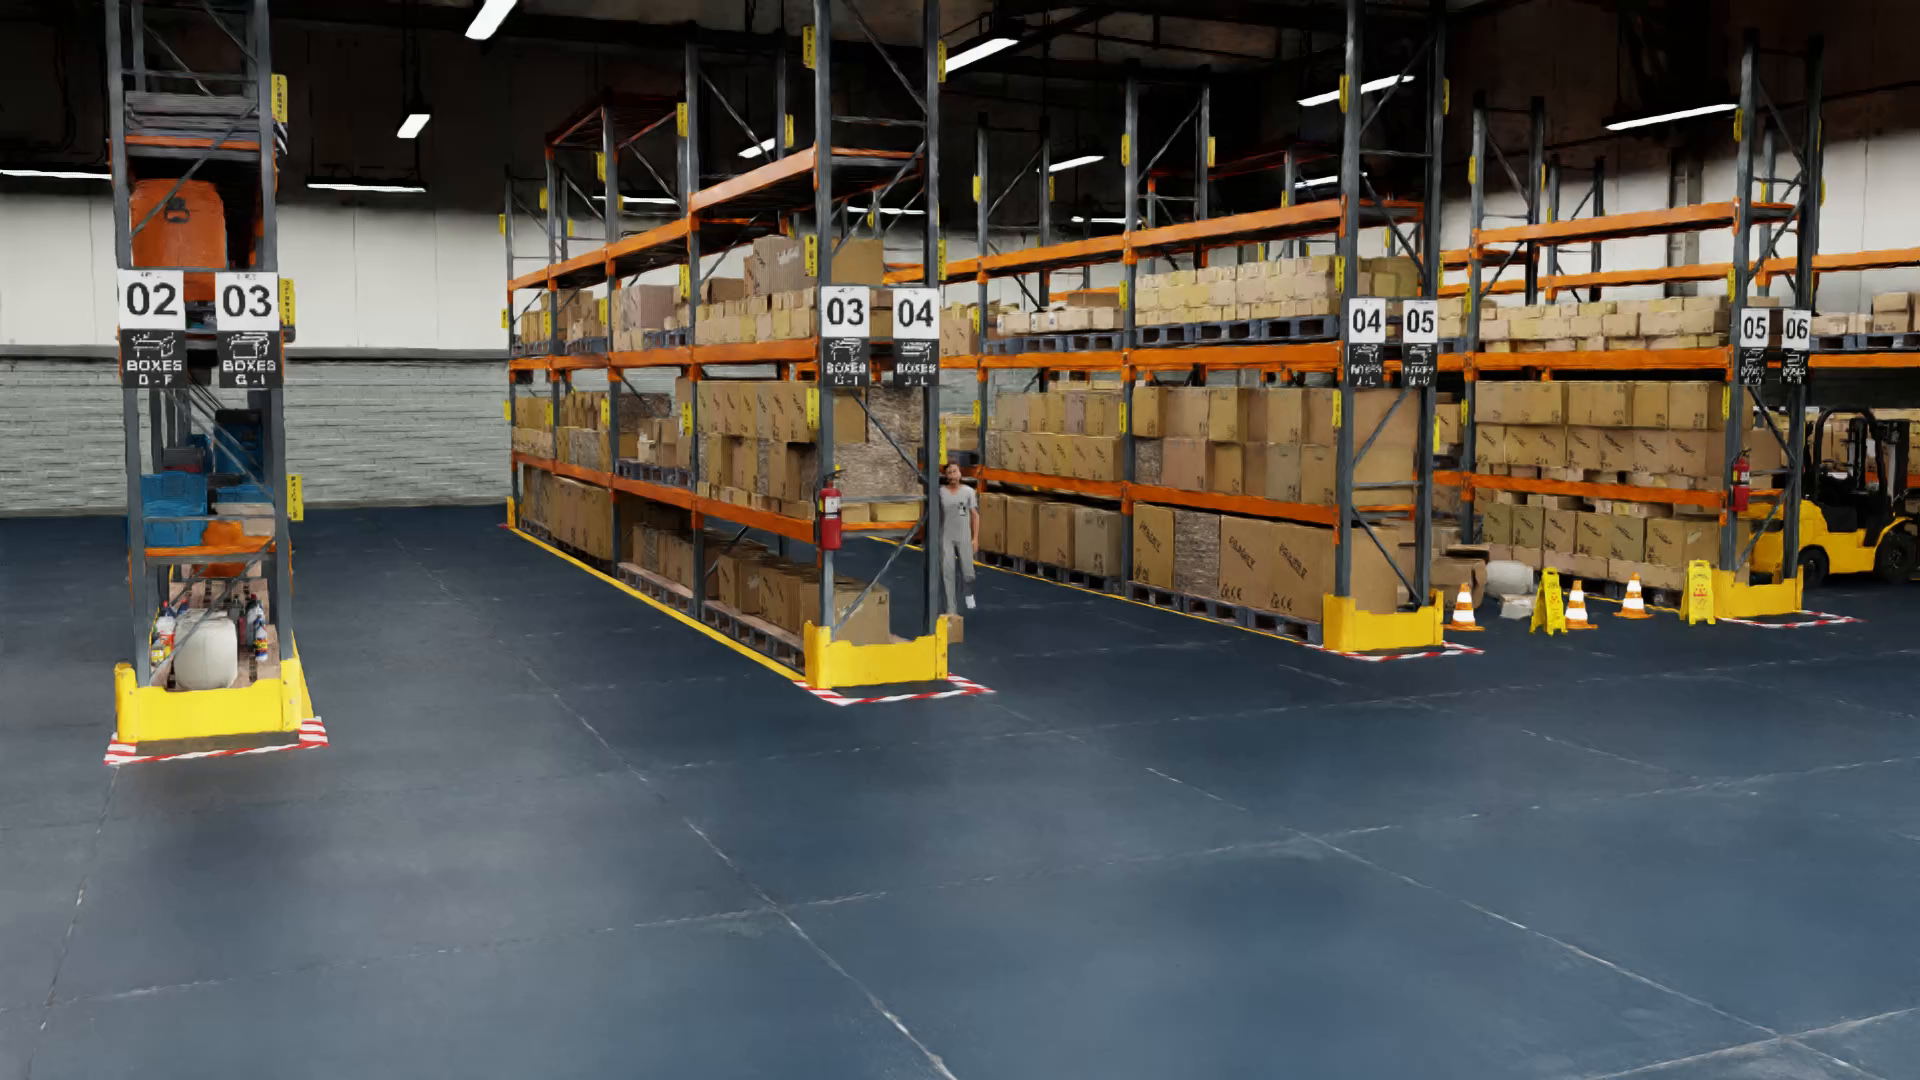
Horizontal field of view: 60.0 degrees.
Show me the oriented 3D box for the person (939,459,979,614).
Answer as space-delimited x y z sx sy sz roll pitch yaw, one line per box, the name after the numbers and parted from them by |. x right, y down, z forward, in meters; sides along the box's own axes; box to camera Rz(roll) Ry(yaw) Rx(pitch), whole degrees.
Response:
-0.039 -0.007 17.015 0.474 1.651 0.758 0 5 3 | person
